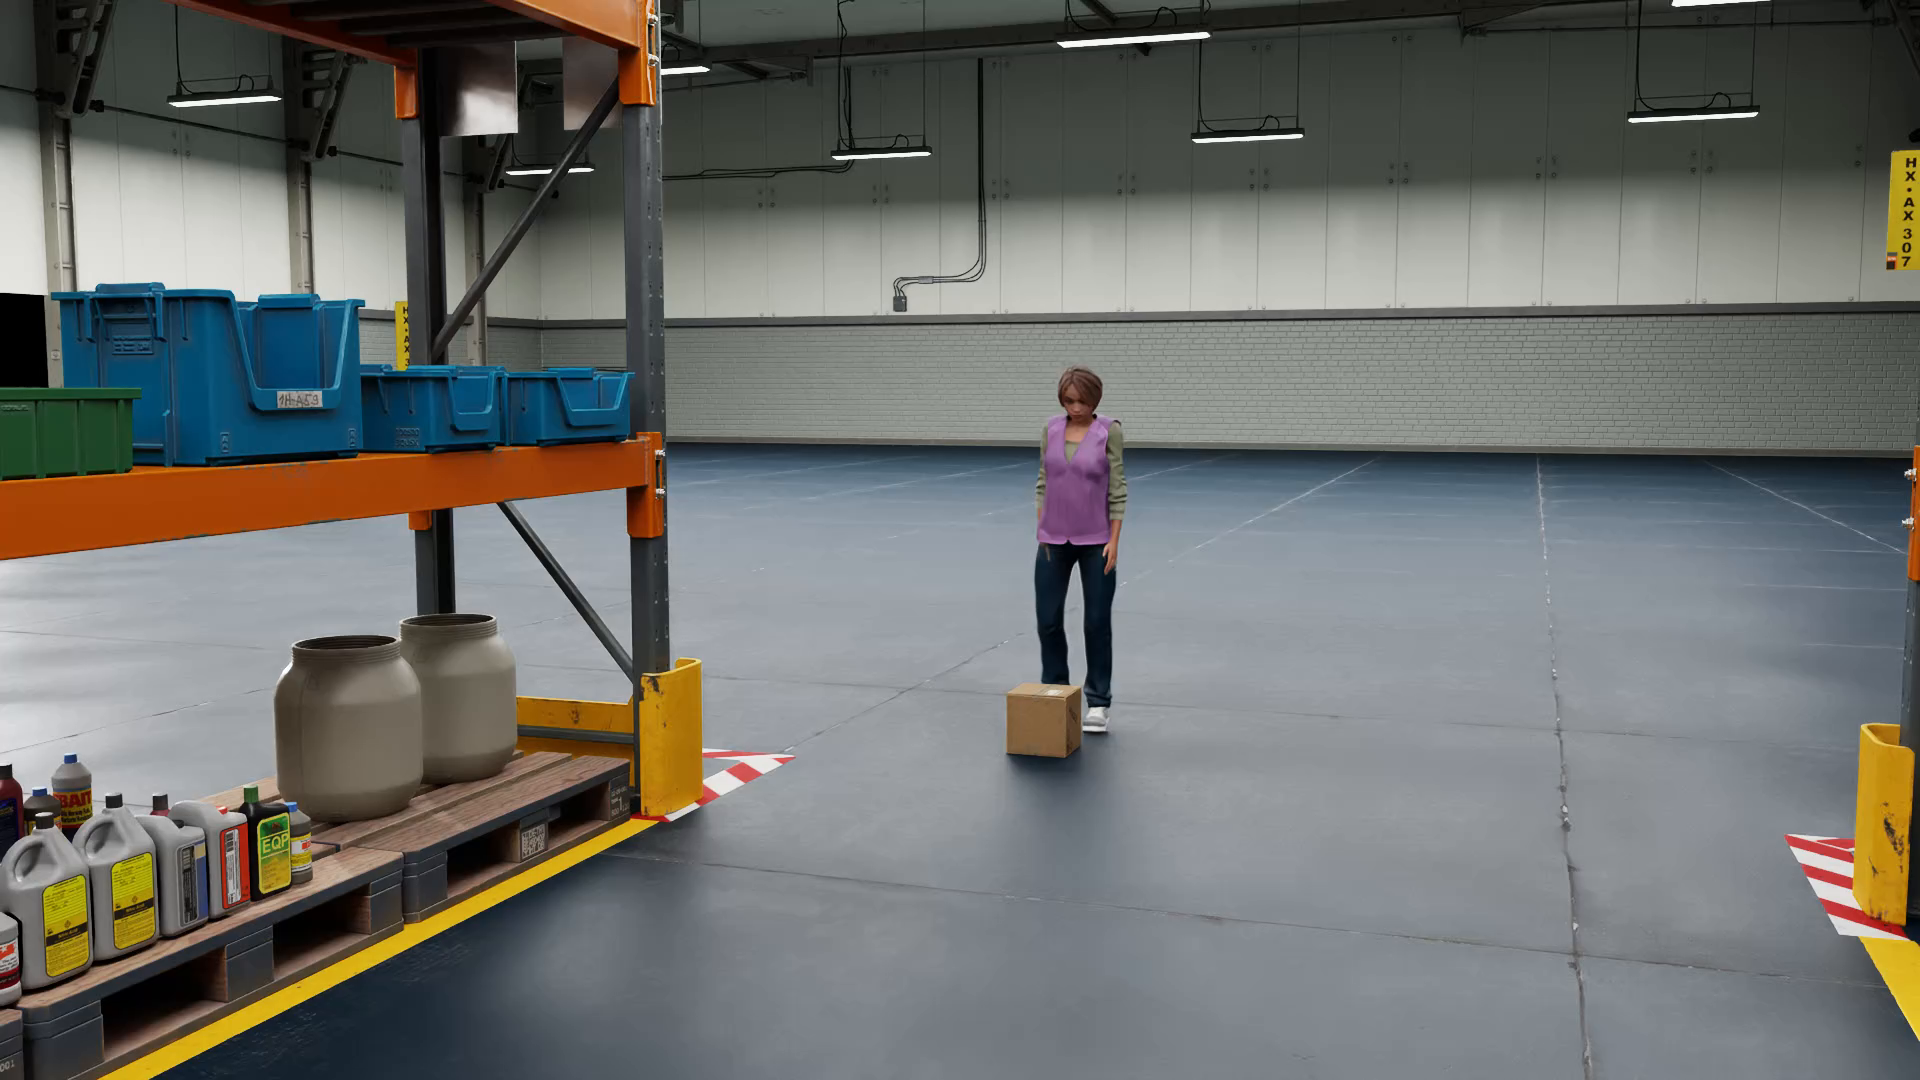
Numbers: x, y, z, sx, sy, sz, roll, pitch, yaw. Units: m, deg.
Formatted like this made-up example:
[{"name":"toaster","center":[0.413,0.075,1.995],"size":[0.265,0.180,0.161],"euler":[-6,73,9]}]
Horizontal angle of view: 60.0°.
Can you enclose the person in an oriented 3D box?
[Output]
[{"name":"person","center":[0.526,0.041,7.199],"size":[0.412,1.571,0.316],"euler":[2,6,20]}]
